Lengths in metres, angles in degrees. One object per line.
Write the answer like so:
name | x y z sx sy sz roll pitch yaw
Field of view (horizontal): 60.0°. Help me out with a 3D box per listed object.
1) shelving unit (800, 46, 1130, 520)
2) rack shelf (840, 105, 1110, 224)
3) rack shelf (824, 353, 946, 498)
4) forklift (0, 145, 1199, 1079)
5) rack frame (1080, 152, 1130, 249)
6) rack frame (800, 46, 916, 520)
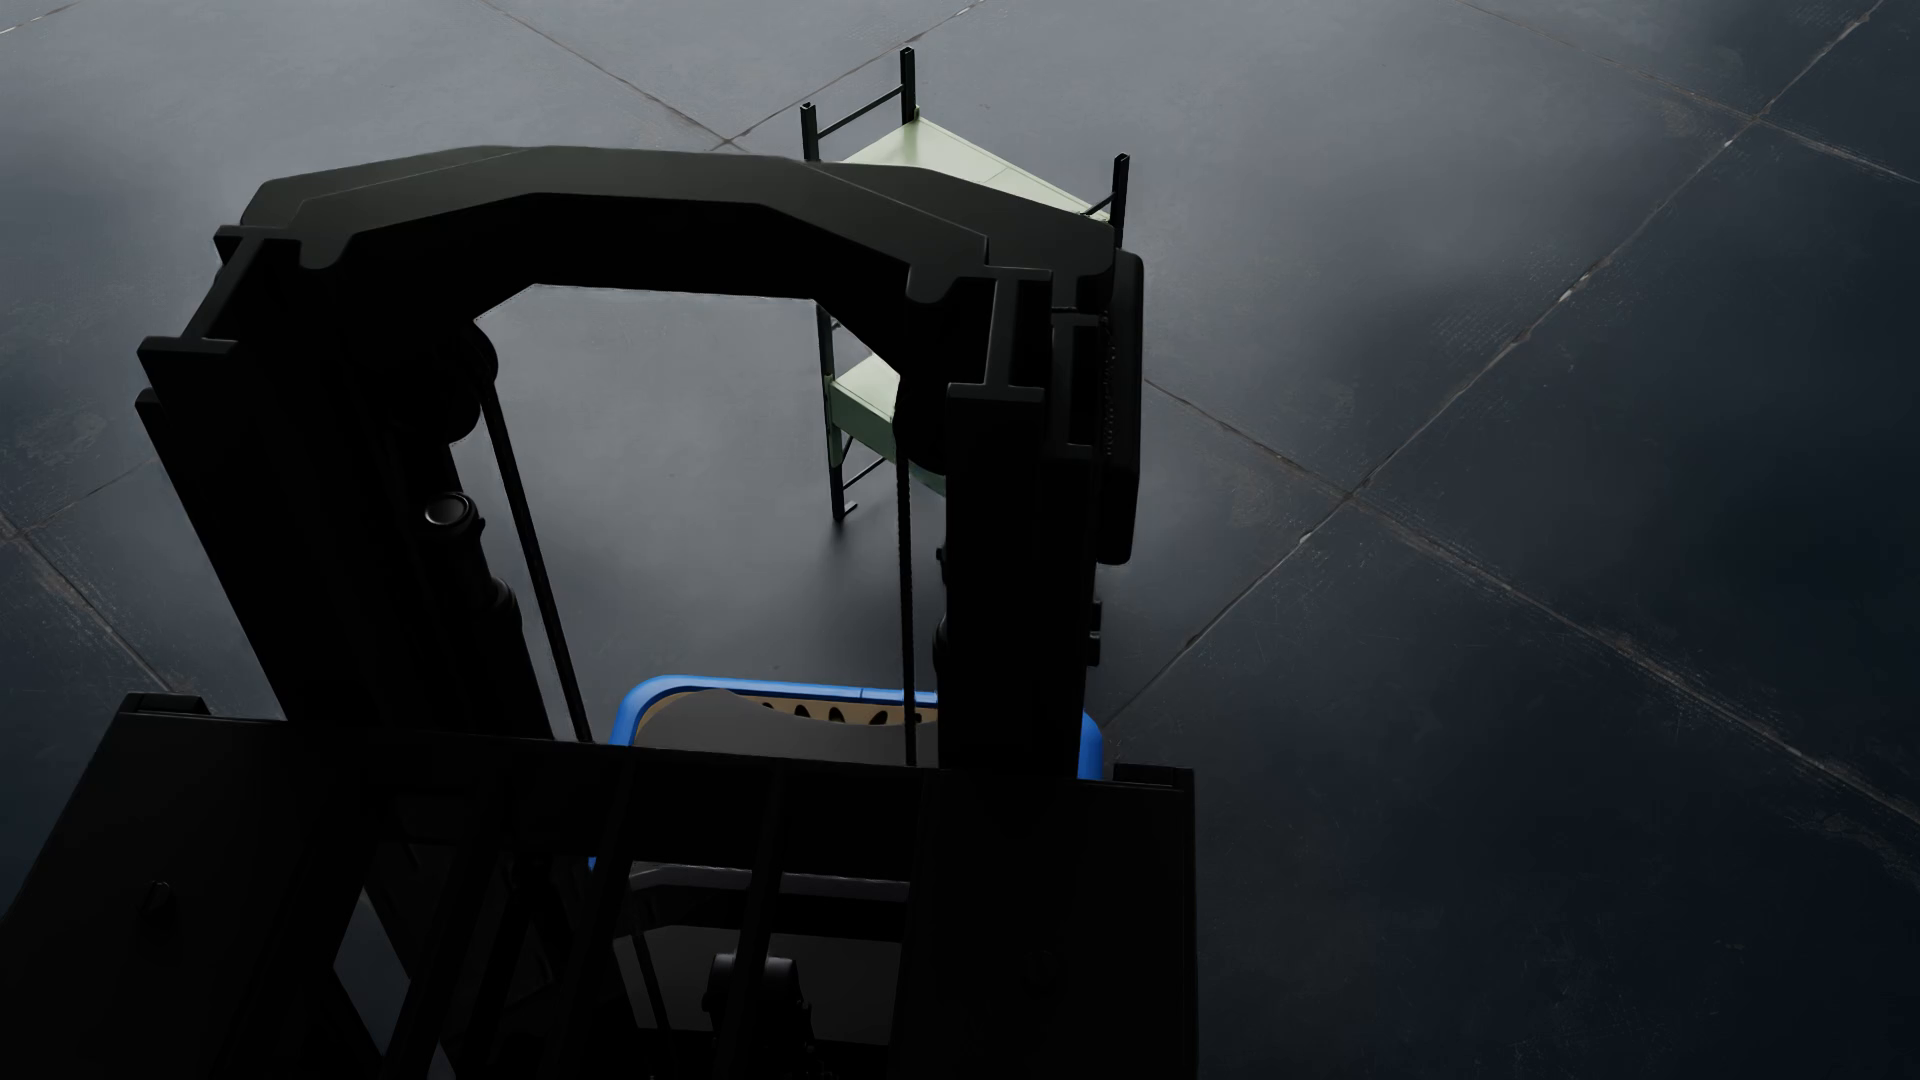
shelving unit | 0.005 -0.510 4.700 0.755 1.500 0.431 34 55 28
rack shelf | 0.005 -0.777 4.416 0.720 0.370 0.431 34 55 28
rack shelf | 0.005 -0.287 4.938 0.720 0.370 0.431 34 55 28
forklift | -0.336 1.113 2.195 1.130 2.935 3.031 4 47 3
rack frame | 0.274 -0.329 4.530 0.023 1.500 0.400 34 55 28
rack frame | -0.264 -0.691 4.870 0.023 1.500 0.400 34 55 28
